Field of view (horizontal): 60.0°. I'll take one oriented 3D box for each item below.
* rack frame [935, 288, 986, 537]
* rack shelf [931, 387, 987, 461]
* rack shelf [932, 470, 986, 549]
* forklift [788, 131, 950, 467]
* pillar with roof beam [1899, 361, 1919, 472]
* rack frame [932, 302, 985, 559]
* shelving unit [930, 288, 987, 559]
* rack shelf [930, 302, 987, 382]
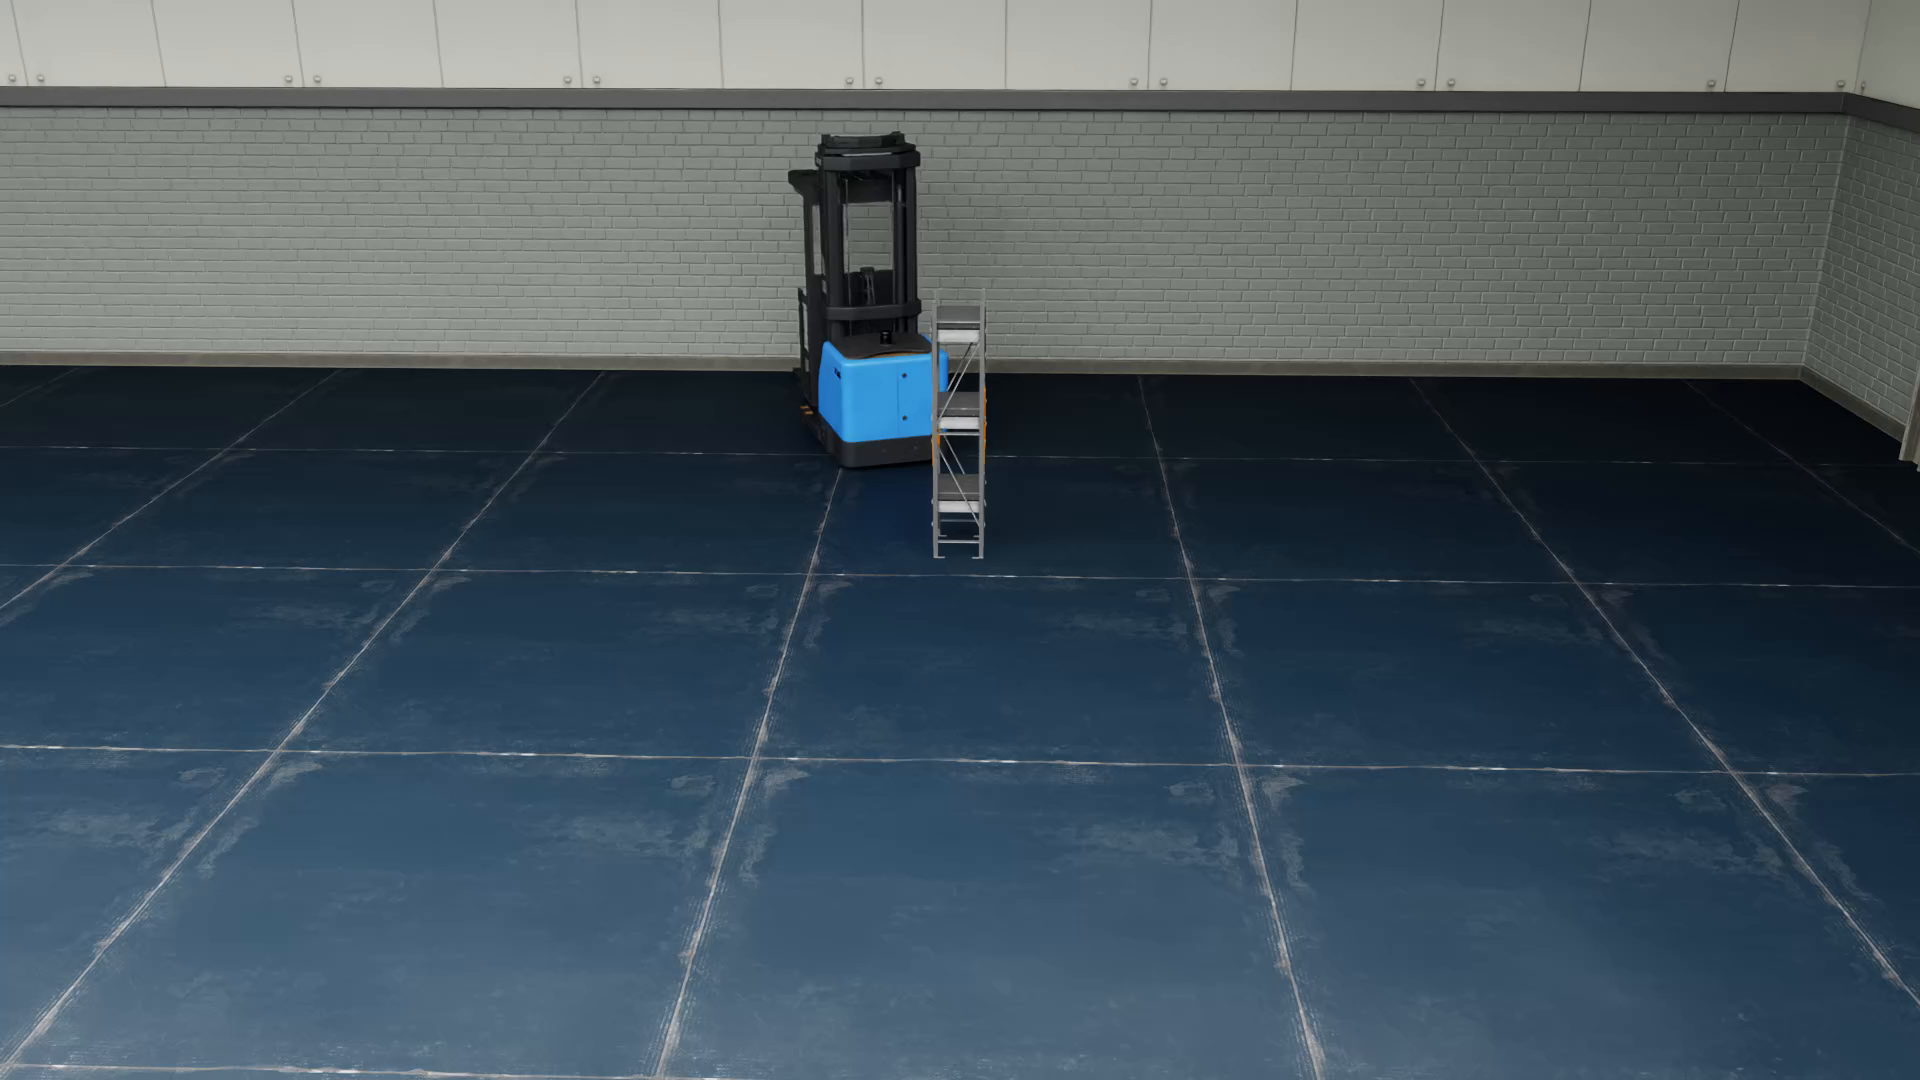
[{"bbox_3d":[0.002,-1.007,13.516,0.400,2.100,0.015,1,21,2],"label":"rack frame"},{"bbox_3d":[-0.005,-0.906,13.293,0.431,0.518,0.480,1,21,2],"label":"rack shelf"},{"bbox_3d":[-0.005,-0.254,13.546,0.431,0.518,0.480,1,21,2],"label":"rack shelf"},{"bbox_3d":[-1.025,-2.538,16.312,1.130,2.935,3.031,-7,22,-17],"label":"forklift"},{"bbox_3d":[4.773,-4.945,14.127,9.100,9.000,0.400,1,21,2],"label":"pillar with roof beam"},{"bbox_3d":[-0.012,-0.831,13.061,0.400,2.100,0.015,1,21,2],"label":"rack frame"},{"bbox_3d":[-0.005,-0.919,13.288,0.431,2.100,0.503,1,21,2],"label":"shelving unit"},{"bbox_3d":[-0.005,-1.559,13.040,0.431,0.518,0.480,1,21,2],"label":"rack shelf"}]
